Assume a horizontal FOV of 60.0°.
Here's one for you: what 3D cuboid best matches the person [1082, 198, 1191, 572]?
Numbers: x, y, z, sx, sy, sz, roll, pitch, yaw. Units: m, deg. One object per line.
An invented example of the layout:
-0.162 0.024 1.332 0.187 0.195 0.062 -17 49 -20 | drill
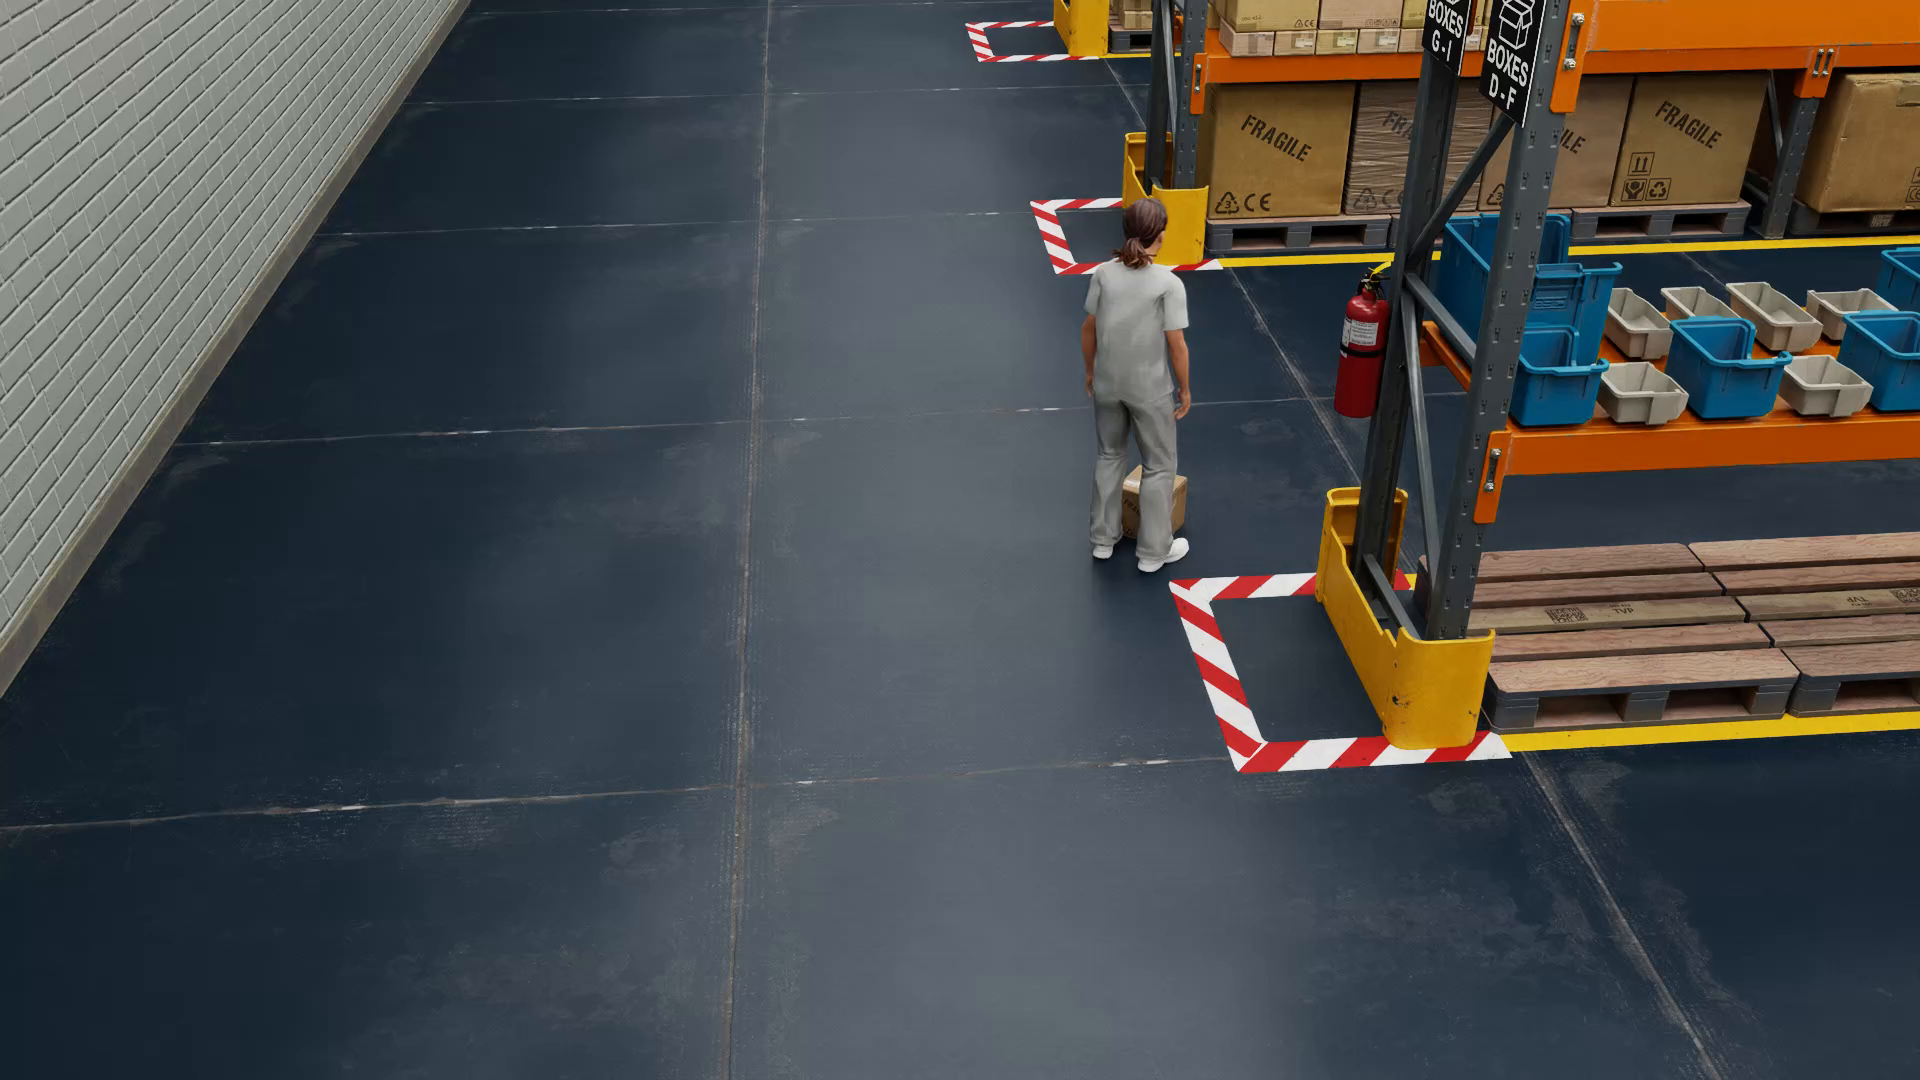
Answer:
0.765 -0.660 7.224 0.508 1.673 0.355 17 35 25 | person
